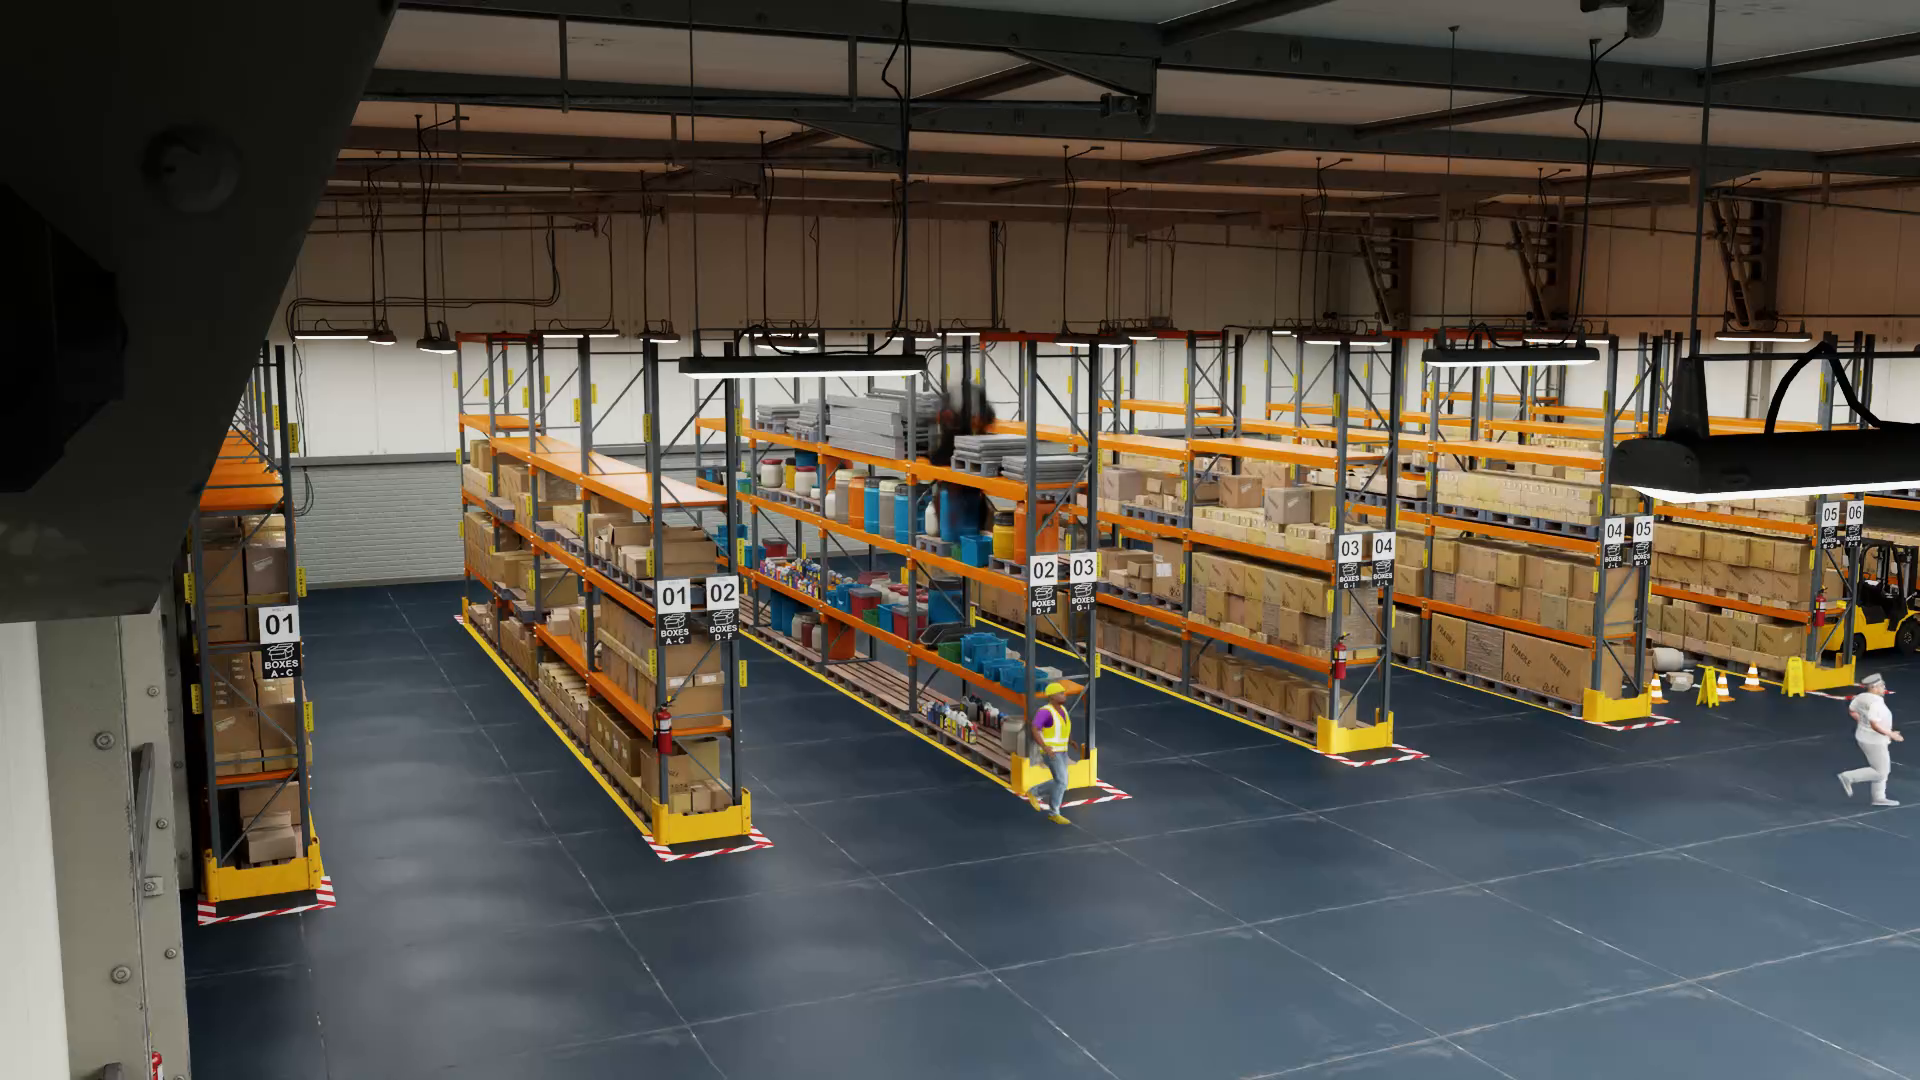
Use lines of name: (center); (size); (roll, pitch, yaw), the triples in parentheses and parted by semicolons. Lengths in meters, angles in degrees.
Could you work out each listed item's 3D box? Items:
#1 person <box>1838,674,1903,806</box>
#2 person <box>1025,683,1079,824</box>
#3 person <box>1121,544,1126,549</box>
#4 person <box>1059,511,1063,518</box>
person: (11.770, 2.578, 21.502); (0.798, 1.746, 0.663); (1, 8, 9)
person: (1.170, 2.667, 21.001); (0.620, 1.728, 0.756); (4, 9, 28)
person: (3.354, 0.901, 34.349); (0.575, 1.627, 0.540); (-5, 9, -35)
person: (2.276, 0.145, 39.579); (0.746, 1.764, 0.647); (1, 8, 8)
